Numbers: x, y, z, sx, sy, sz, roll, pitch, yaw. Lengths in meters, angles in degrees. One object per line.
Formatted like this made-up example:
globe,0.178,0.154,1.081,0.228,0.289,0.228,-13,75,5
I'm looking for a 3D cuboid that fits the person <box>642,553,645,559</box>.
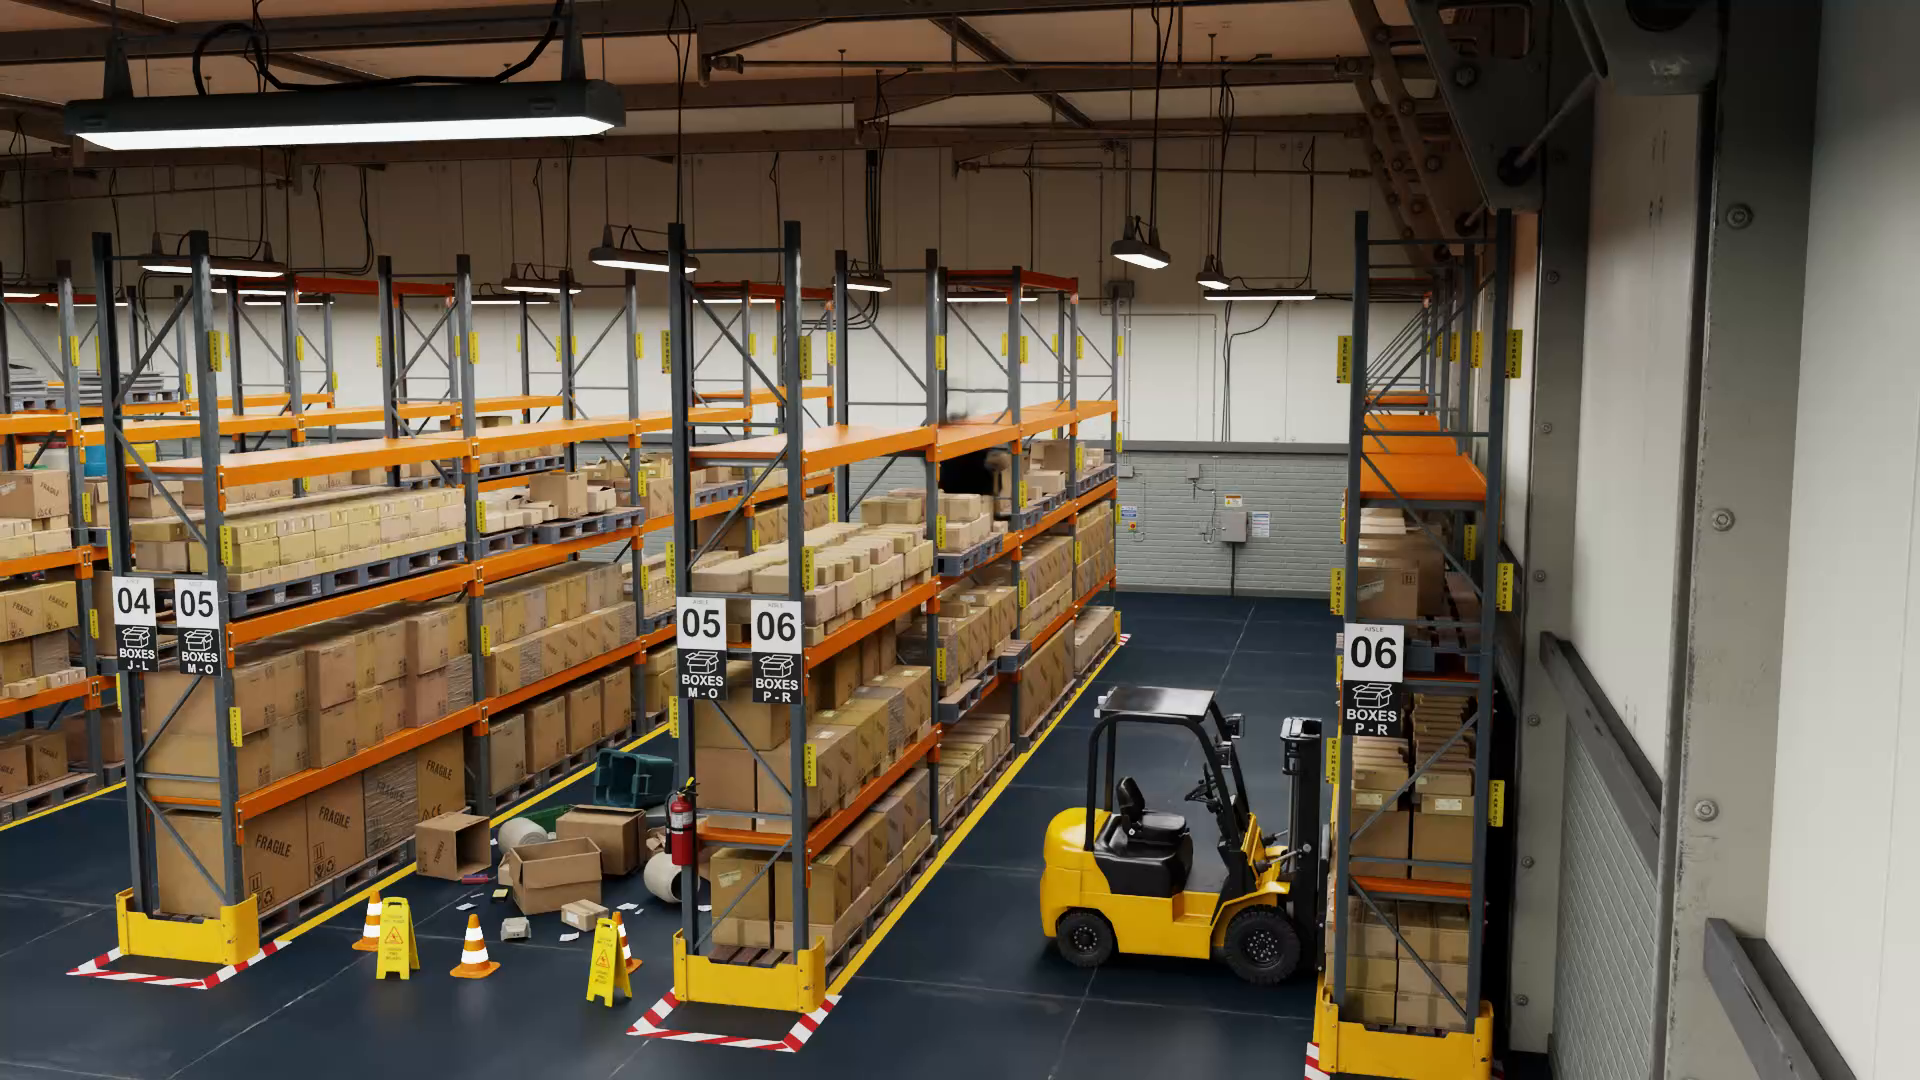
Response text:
person,-5.149,1.033,27.026,0.682,1.713,0.621,2,7,16
